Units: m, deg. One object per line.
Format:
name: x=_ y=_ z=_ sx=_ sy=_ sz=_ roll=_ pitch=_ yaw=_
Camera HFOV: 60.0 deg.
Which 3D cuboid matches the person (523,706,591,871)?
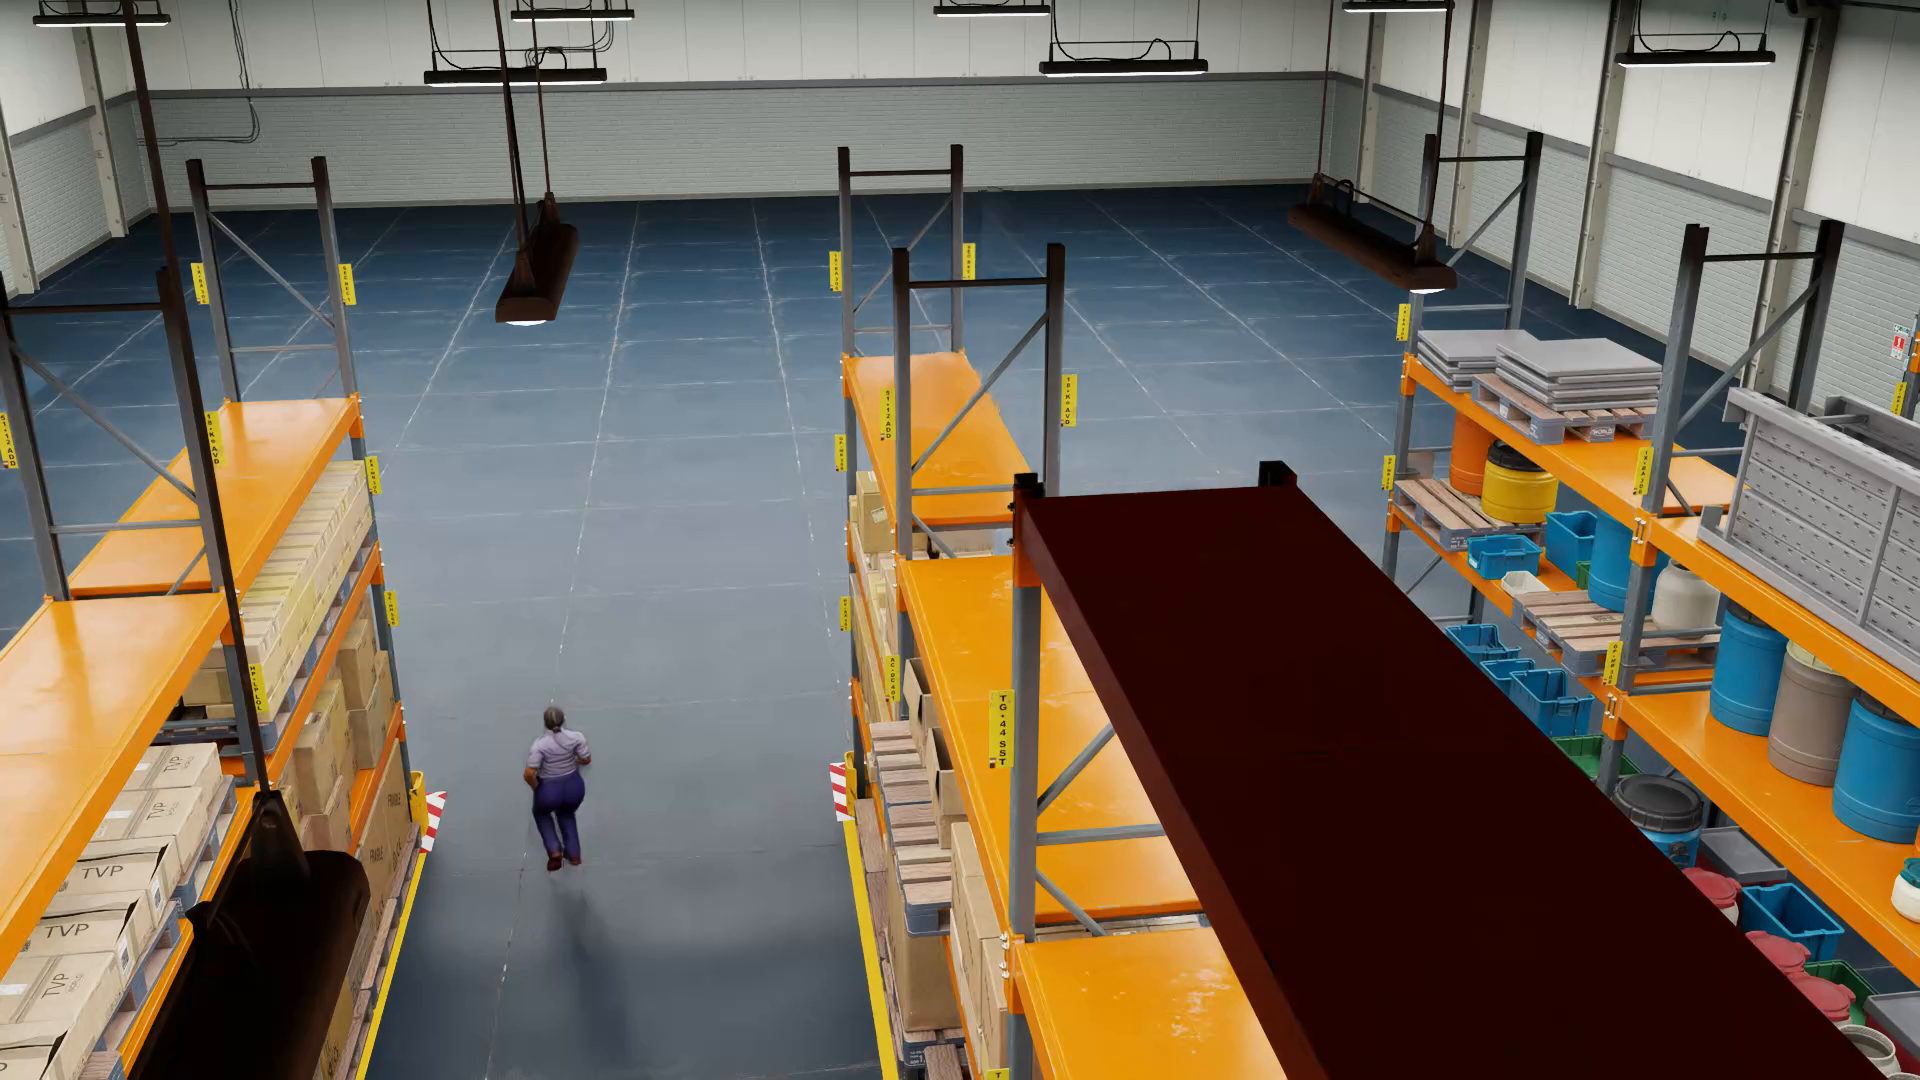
person: x=-3.382 y=2.064 z=13.938 sx=0.589 sy=1.564 sz=0.597 roll=-10 pitch=24 yaw=-23
